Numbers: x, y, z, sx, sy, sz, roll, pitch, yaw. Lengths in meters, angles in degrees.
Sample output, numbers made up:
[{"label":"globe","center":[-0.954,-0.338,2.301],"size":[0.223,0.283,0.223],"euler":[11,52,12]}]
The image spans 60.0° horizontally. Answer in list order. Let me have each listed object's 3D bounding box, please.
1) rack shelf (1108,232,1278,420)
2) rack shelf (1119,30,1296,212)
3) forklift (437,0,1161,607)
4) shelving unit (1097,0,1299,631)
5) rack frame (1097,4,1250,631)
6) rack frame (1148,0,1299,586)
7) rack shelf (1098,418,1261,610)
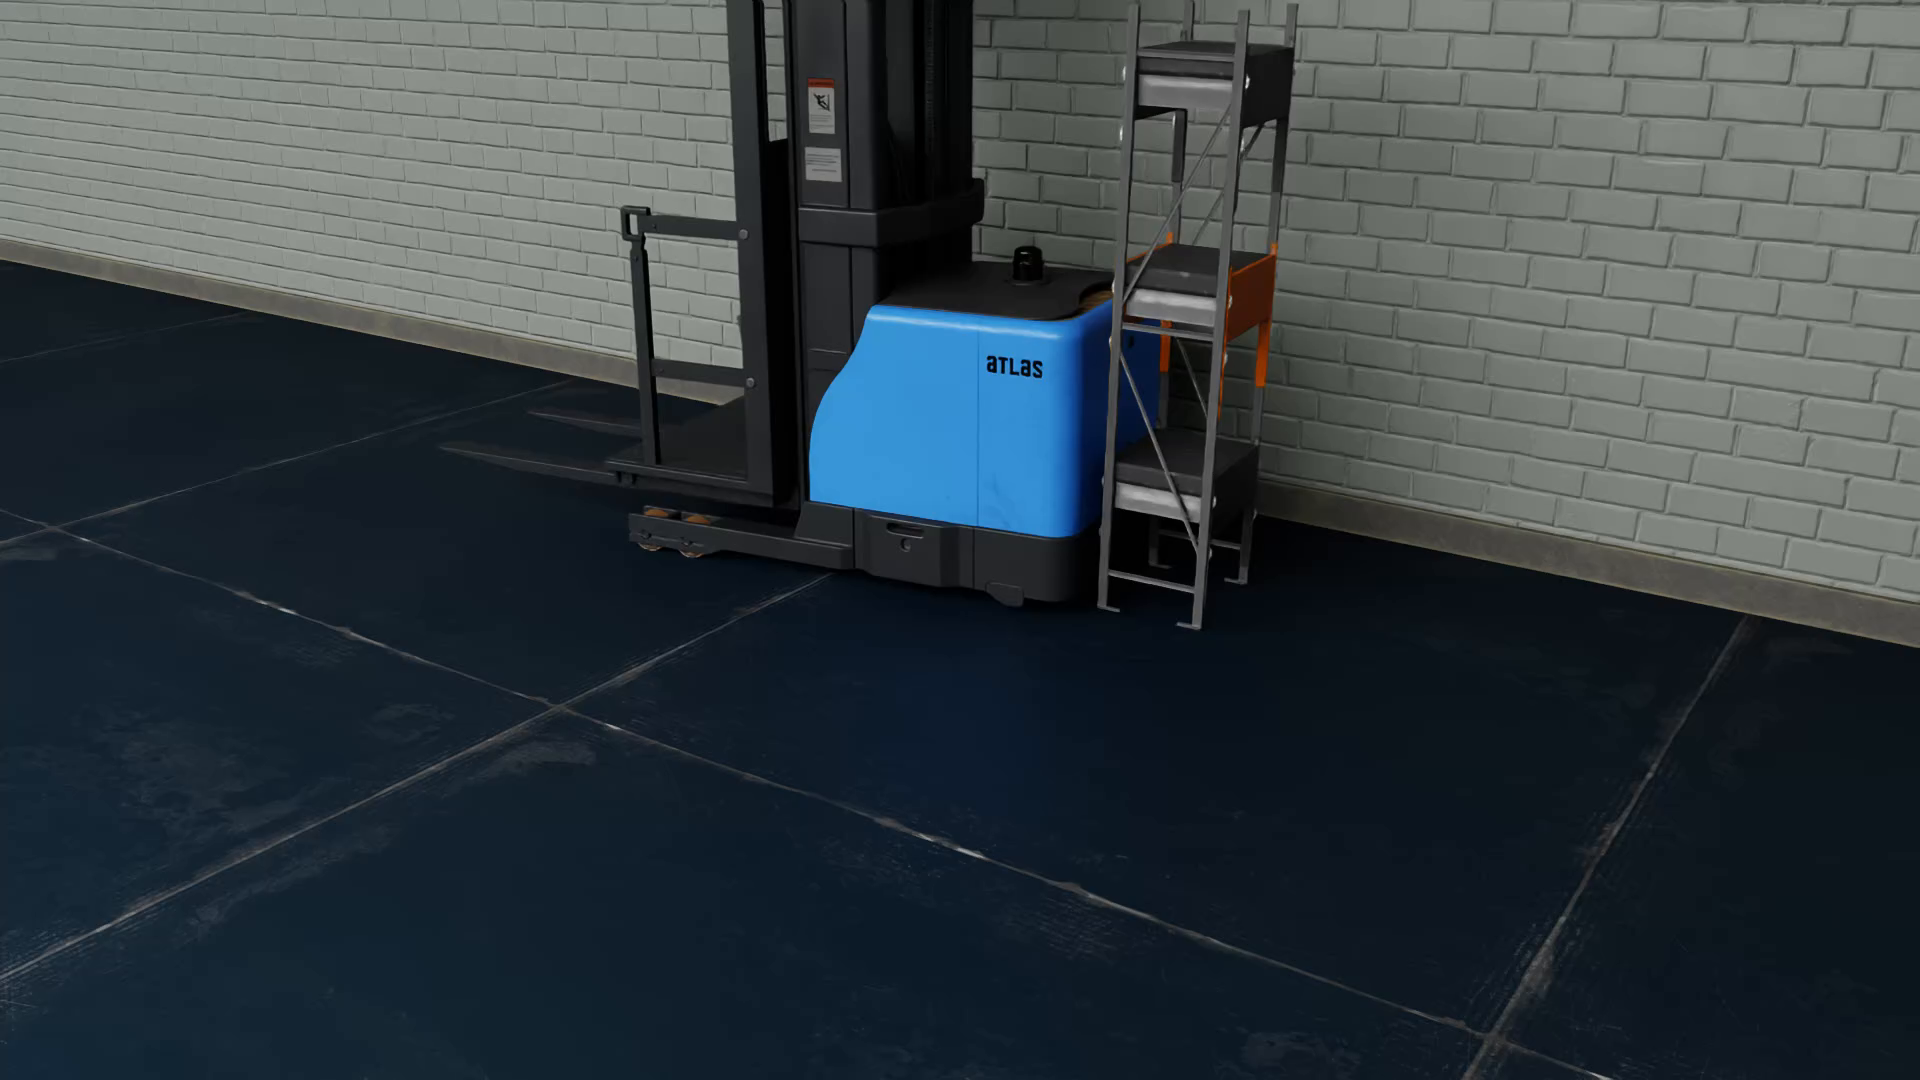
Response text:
[{"label":"rack shelf","center":[0.816,-0.759,5.815],"size":[0.431,0.518,0.480],"euler":[12,23,26]},{"label":"rack shelf","center":[0.829,-1.413,5.565],"size":[0.431,0.518,0.480],"euler":[12,23,26]},{"label":"forklift","center":[-0.762,-1.457,6.480],"size":[3.031,2.935,1.130],"euler":[9,22,23]},{"label":"shelving unit","center":[0.816,-0.772,5.810],"size":[0.431,2.100,0.503],"euler":[12,23,26]},{"label":"rack frame","center":[0.700,-0.697,5.609],"size":[0.400,2.100,0.015],"euler":[12,23,26]},{"label":"rack frame","center":[0.932,-0.847,6.012],"size":[0.400,2.100,0.015],"euler":[12,23,26]},{"label":"rack shelf","center":[0.802,-0.106,6.066],"size":[0.431,0.518,0.480],"euler":[12,23,26]}]
